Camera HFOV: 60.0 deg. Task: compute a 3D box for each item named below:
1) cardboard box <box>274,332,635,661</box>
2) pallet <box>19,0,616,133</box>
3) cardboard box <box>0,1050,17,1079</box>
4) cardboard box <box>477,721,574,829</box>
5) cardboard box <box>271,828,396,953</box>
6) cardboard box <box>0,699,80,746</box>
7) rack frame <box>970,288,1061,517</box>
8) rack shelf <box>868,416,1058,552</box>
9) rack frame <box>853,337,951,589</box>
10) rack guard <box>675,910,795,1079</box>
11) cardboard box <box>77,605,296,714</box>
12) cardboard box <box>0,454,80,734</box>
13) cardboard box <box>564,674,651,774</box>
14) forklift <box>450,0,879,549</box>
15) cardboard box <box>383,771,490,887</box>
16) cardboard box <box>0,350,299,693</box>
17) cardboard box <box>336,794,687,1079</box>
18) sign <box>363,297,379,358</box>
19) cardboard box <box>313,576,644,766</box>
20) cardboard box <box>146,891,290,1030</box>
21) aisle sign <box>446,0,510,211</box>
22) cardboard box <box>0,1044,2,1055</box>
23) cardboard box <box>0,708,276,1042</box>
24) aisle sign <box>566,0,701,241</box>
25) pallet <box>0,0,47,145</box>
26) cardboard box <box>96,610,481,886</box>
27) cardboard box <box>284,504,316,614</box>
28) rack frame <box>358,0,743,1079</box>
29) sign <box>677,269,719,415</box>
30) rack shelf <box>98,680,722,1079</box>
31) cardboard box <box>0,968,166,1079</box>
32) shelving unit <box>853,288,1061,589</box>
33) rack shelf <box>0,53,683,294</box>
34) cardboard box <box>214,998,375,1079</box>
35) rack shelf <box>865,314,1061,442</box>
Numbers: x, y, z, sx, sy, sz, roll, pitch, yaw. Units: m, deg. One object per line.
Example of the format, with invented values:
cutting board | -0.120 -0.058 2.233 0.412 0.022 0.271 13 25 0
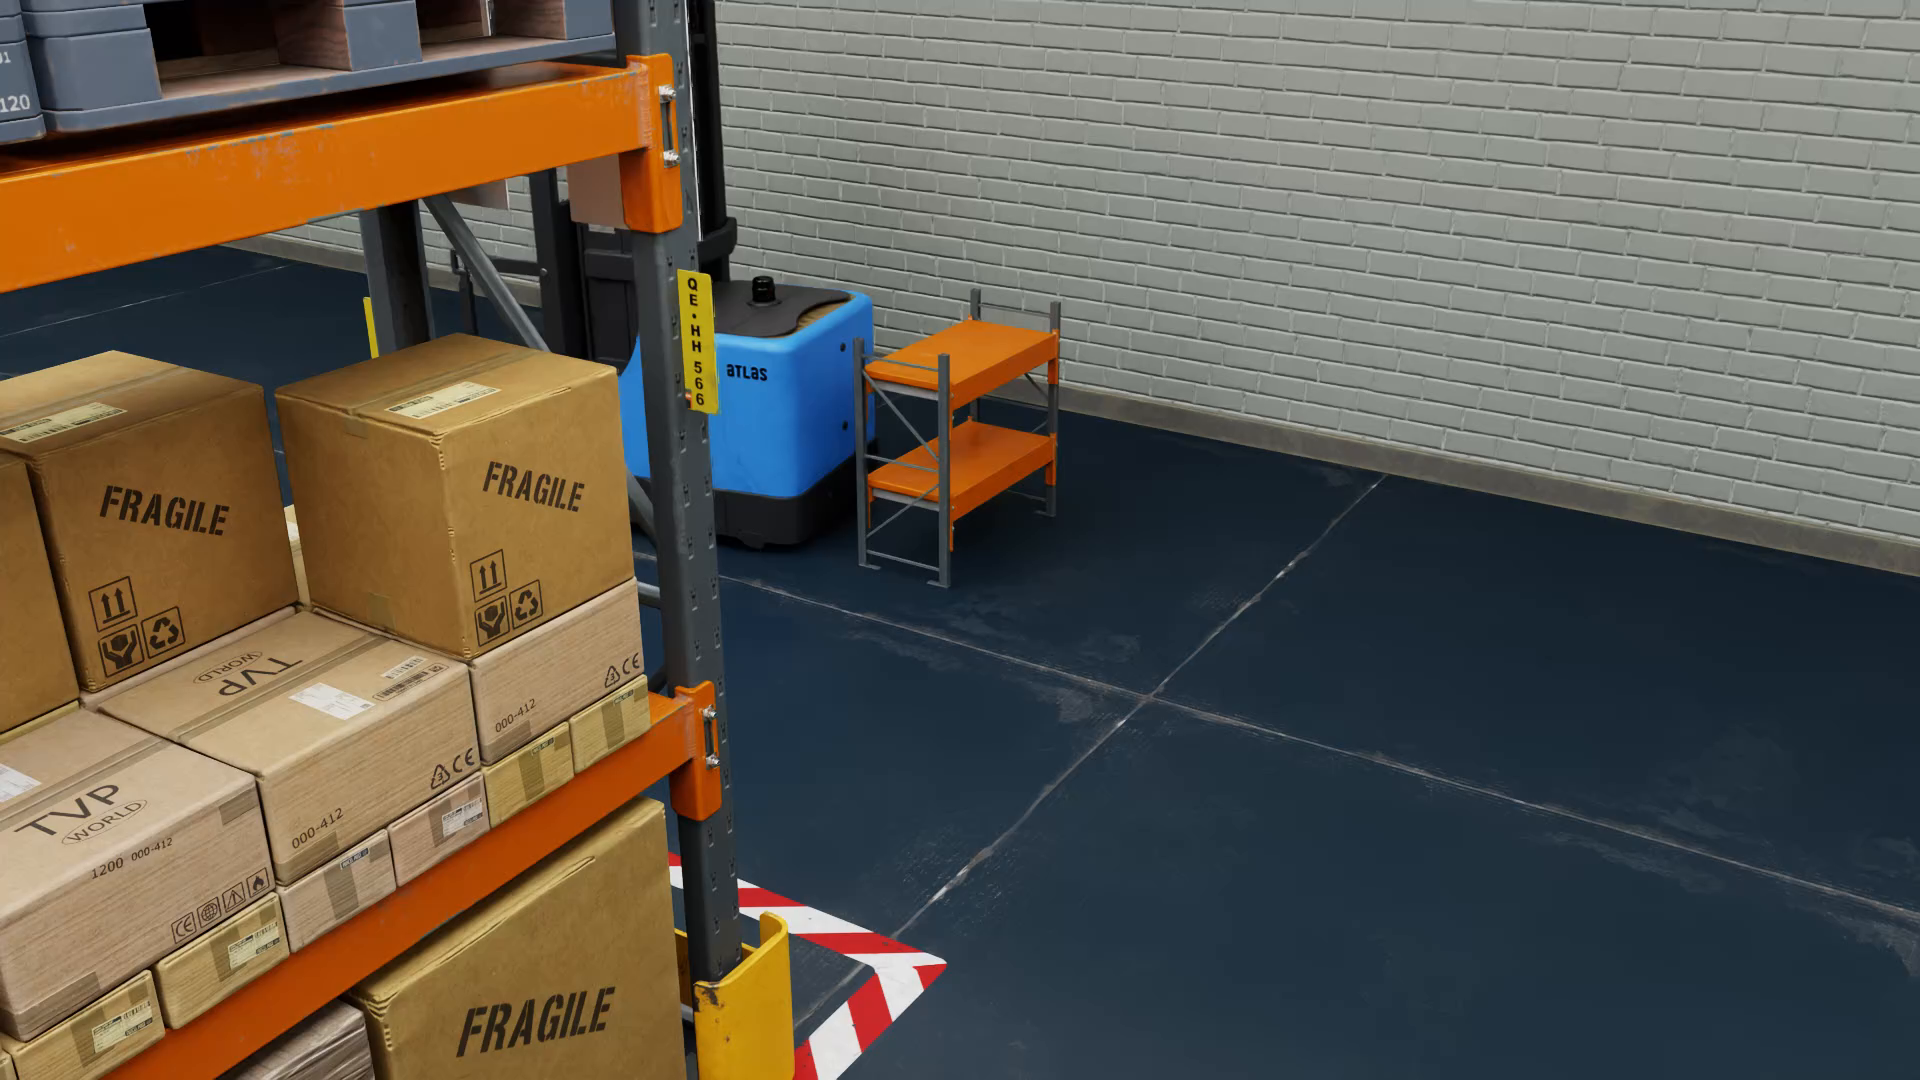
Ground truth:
cardboard box | -1.079 -0.115 3.609 0.500 0.500 0.500 14 27 30
pallet | -1.428 -1.006 3.133 1.003 0.211 1.213 14 27 29
cardboard box | -1.760 0.898 2.716 0.380 0.149 0.250 14 27 30
cardboard box | -1.089 0.470 3.704 0.380 0.149 0.250 14 27 29
cardboard box | -1.356 0.639 3.314 0.380 0.149 0.250 14 27 30
cardboard box | -2.065 0.461 3.223 0.500 0.250 0.500 13 27 27
rack frame | 0.272 -0.690 8.428 0.500 1.125 0.032 14 27 29
rack shelf | 0.004 -0.294 8.129 0.538 0.278 1.000 14 27 29
rack frame | -0.265 -0.347 7.635 0.500 1.125 0.032 14 27 29
rack guard | -1.033 1.217 4.810 1.175 0.500 0.348 14 27 29
cardboard box | -1.797 0.292 3.613 0.500 0.250 0.500 13 27 28
cardboard box | -2.060 0.116 3.076 0.500 0.500 0.500 13 27 28
cardboard box | -0.953 0.382 3.908 0.380 0.149 0.250 14 27 30
forklift | -2.000 -1.656 8.385 3.031 2.935 1.130 9 25 20
cardboard box | -1.223 0.555 3.508 0.380 0.149 0.250 14 27 29
cardboard box | -1.792 -0.060 3.483 0.500 0.500 0.500 13 27 28
cardboard box | -1.315 1.093 4.096 0.875 0.875 0.875 14 27 29
sign | -1.514 -0.474 4.380 0.100 0.325 0.005 14 27 29
cardboard box | -1.076 0.229 3.759 0.500 0.250 0.500 13 27 28
cardboard box | -1.491 0.727 3.111 0.380 0.149 0.250 13 27 28
aisle sign | -1.262 -1.202 3.980 0.394 0.787 0.004 14 27 29
cardboard box | -1.883 0.749 2.559 0.500 0.250 0.500 14 27 29
cardboard box | -1.612 0.572 2.967 0.500 0.250 0.500 13 27 27
aisle sign | -0.753 -1.077 3.689 0.394 0.787 0.004 14 27 29
pallet | -2.071 -0.592 2.178 1.003 0.211 1.213 14 27 29
cardboard box | -1.344 0.400 3.364 0.500 0.250 0.500 13 27 28
cardboard box | -1.528 0.116 4.022 0.500 0.250 0.500 13 27 28
rack frame | -1.045 0.078 4.295 1.000 3.000 0.127 14 27 29
sign | -0.592 -0.444 3.744 0.100 0.325 0.005 14 27 29
rack shelf | -2.100 1.083 2.878 1.077 0.370 4.000 14 27 29
cardboard box | -1.627 0.815 2.908 0.380 0.149 0.250 14 27 29
shelving unit | 0.004 -0.518 8.032 0.538 1.125 1.048 14 27 29
rack shelf | -2.100 -0.294 2.282 1.077 0.370 4.000 14 27 29
cardboard box | -1.795 1.400 3.386 0.875 0.875 0.875 14 27 29
rack shelf | 0.004 -0.787 7.916 0.538 0.278 1.000 14 27 29
